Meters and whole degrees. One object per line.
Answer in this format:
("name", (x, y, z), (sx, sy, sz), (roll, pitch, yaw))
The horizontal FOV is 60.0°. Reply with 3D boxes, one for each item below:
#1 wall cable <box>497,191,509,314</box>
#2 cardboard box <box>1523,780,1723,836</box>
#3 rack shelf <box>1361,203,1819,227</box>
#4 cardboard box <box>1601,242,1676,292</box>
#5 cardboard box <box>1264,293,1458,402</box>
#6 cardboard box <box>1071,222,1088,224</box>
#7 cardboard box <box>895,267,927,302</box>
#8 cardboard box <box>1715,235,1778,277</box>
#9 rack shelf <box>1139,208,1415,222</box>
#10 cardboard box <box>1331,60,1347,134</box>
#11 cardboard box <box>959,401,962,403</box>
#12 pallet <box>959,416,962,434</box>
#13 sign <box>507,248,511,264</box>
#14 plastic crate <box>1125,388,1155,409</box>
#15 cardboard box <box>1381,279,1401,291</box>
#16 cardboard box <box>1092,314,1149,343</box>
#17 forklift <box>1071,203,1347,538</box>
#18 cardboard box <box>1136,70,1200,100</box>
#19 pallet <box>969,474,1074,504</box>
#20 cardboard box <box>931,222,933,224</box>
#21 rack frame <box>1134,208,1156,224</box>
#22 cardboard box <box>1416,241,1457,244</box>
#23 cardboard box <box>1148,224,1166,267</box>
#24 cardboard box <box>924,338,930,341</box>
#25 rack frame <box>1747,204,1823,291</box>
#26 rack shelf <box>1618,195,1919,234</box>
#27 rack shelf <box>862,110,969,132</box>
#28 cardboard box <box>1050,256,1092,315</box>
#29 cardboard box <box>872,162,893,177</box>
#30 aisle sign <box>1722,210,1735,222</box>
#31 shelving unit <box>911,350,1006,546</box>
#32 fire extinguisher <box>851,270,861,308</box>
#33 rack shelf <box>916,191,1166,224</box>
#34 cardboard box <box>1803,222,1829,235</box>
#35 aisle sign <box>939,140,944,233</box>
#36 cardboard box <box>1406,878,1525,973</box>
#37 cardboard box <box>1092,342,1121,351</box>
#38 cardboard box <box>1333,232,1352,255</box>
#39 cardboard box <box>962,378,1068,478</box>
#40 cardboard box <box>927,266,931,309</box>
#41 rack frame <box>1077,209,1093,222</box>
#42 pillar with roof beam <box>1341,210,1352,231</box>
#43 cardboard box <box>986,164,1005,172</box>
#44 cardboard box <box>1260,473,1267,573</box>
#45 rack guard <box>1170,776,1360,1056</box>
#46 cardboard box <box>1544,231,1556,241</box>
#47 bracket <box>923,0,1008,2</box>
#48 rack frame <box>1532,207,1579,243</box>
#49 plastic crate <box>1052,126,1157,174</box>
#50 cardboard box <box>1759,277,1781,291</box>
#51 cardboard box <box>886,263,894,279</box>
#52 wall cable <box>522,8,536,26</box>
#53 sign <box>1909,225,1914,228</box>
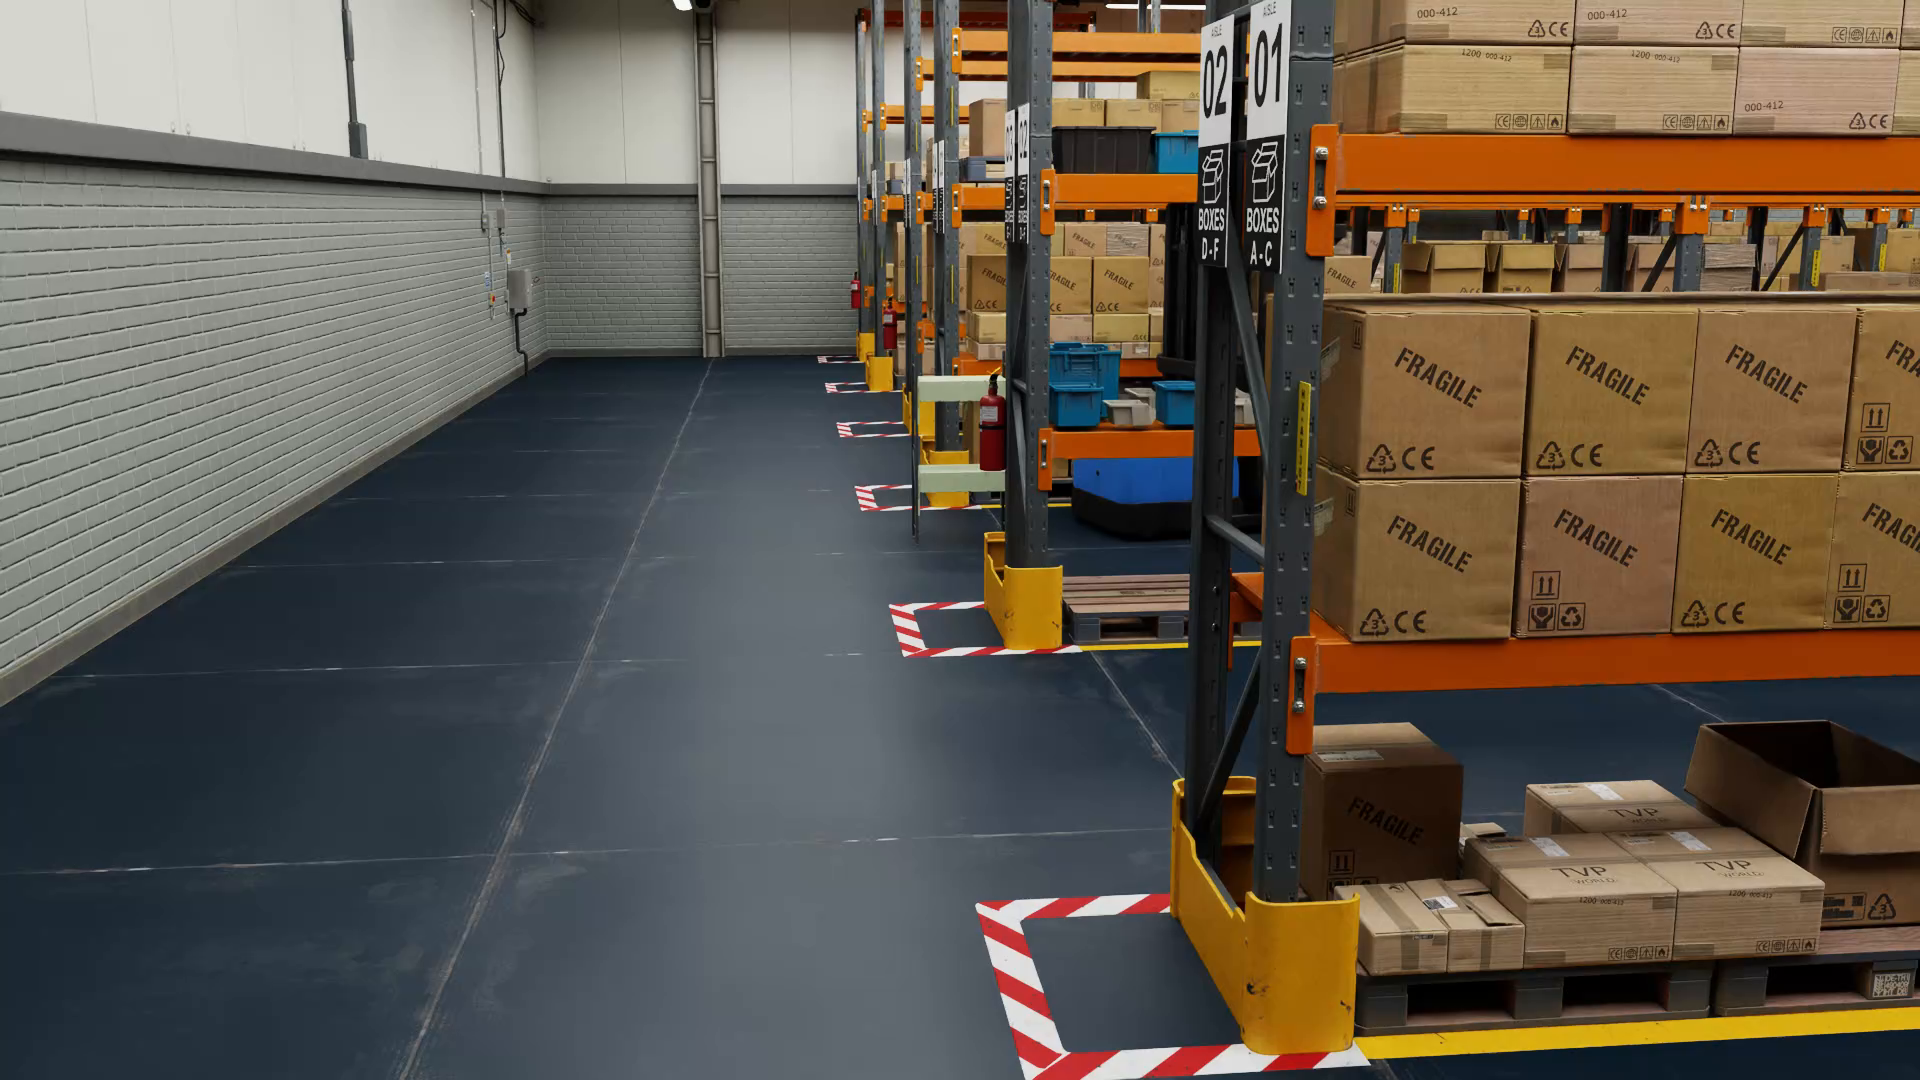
("wall cable", (-6.962, -4.425, 25.467), (0.122, 1.984, 0.588), (-1, 11, -6))
("cardboard box", (2.404, 1.084, 6.064), (0.500, 0.250, 0.500), (-1, 11, -6))
("rack shelf", (5.841, -3.120, 15.551), (4.000, 0.370, 1.077), (-1, 11, -6))
("cardboard box", (6.453, -2.559, 15.749), (0.637, 0.503, 0.797), (-1, 11, -5))
("cardboard box", (1.355, -0.578, 5.681), (0.500, 0.500, 0.500), (-1, 11, -7))
("cardboard box", (1.738, -4.654, 24.731), (0.250, 0.149, 0.380), (-1, 11, -7))
("cardboard box", (-0.686, -3.781, 24.564), (0.500, 0.500, 0.500), (-1, 11, -7))
("cardboard box", (9.864, -3.586, 20.982), (0.500, 0.500, 0.700), (-1, 11, -6))
("rack shelf", (4.771, -5.021, 25.218), (4.000, 0.370, 1.077), (-1, 11, -6))
("cardboard box", (1.424, -1.436, 5.509), (0.500, 0.250, 0.500), (-1, 11, -6))
("cardboard box", (-0.010, -1.744, 19.996), (0.250, 0.149, 0.380), (-1, 11, -4))
("pallet", (0.328, -1.473, 20.313), (1.213, 0.211, 1.003), (-1, 11, -6))
("sign", (-7.079, -4.451, 26.091), (0.001, 0.242, 0.339), (-1, 11, -6))
("plastic crate", (1.202, -0.878, 10.587), (0.243, 0.136, 0.396), (-1, 11, -6))
("cardboard box", (5.163, -3.090, 20.100), (0.250, 0.149, 0.380), (-1, 11, -7))
("cardboard box", (1.398, -1.929, 15.020), (0.500, 0.250, 0.500), (-2, 11, -8))
("forklift", (2.518, -1.606, 13.938), (3.031, 2.935, 1.130), (-4, 12, -20))
("cardboard box", (1.885, -4.060, 14.918), (0.500, 0.250, 0.500), (-2, 11, -8))
("pallet", (0.663, -0.540, 15.566), (1.213, 0.211, 1.003), (-1, 11, -6))
("cardboard box", (-0.288, -4.591, 24.414), (0.250, 0.149, 0.380), (-1, 11, -4))
("rack frame", (2.782, -3.860, 25.226), (0.127, 3.000, 1.000), (-1, 11, -6))
("cardboard box", (7.231, -4.309, 25.393), (0.500, 0.500, 0.500), (-2, 11, -8))
("cardboard box", (2.466, -3.525, 19.900), (0.500, 0.500, 0.500), (-2, 11, -8))
("cardboard box", (-0.689, -3.532, 29.858), (0.250, 0.149, 0.380), (-2, 11, -8))
("rack frame", (7.829, -2.043, 15.983), (0.127, 3.000, 1.000), (-1, 11, -6))
("rack shelf", (6.376, -2.170, 10.720), (4.000, 0.370, 1.077), (-1, 11, -6))
("rack shelf", (0.254, -7.359, 29.347), (4.000, 0.370, 1.077), (-1, 11, -6))
("cardboard box", (0.880, -2.285, 14.890), (0.500, 0.500, 0.500), (-1, 11, -7))
("cardboard box", (-1.266, -6.479, 29.094), (0.500, 0.250, 0.500), (-1, 11, -7))
("aisle sign", (14.270, -6.282, 30.809), (0.004, 0.787, 0.394), (-1, 11, -6))
("shelving unit", (0.007, -0.736, 13.224), (0.755, 1.500, 0.431), (-1, 11, -6))
("fire extinguisher", (-1.830, -4.416, 29.221), (0.183, 0.674, 0.296), (-1, 11, -6))
("rack shelf", (1.429, -3.990, 19.977), (4.000, 0.370, 1.077), (-1, 11, -6))
("cardboard box", (13.228, -4.704, 25.895), (0.500, 0.500, 0.700), (-1, 11, -7))
("aisle sign", (-0.163, -3.093, 14.585), (0.004, 0.787, 0.394), (-1, 11, -6))
("cardboard box", (1.644, 1.250, 5.438), (0.250, 0.166, 0.380), (-1, 11, -6))
("cardboard box", (1.286, -1.719, 14.986), (0.250, 0.149, 0.380), (-1, 11, -7))
("cardboard box", (5.764, -4.410, 25.172), (0.500, 0.500, 0.500), (-1, 11, -5))
("cardboard box", (0.504, -1.068, 15.446), (0.875, 0.875, 0.875), (-1, 11, -6))
("cardboard box", (-0.140, -3.083, 20.245), (0.500, 0.500, 0.500), (-1, 11, -5))
("rack frame", (2.243, -4.812, 30.068), (0.127, 3.000, 1.000), (-1, 11, -6))
("pillar with roof beam", (7.883, -7.213, 26.731), (0.548, 9.000, 9.100), (-1, 11, -6))
("cardboard box", (0.424, -4.443, 19.511), (0.500, 0.250, 0.500), (-1, 11, -7))
("cardboard box", (1.358, -0.087, 5.775), (0.500, 0.500, 0.500), (-1, 11, -4))
("rack guard", (1.018, 1.249, 5.721), (0.348, 0.500, 1.175), (-1, 11, -6))
("cardboard box", (9.161, -4.762, 26.012), (0.250, 0.149, 0.380), (-1, 11, -3))
("bracket", (-1.482, -9.550, 29.284), (4.783, 0.066, 0.076), (-1, 11, -6))
("rack frame", (7.394, -2.996, 20.832), (0.127, 3.000, 1.000), (-1, 11, -6))
("plastic crate", (0.824, -2.289, 9.796), (0.590, 0.269, 0.497), (-1, 11, -6))
("cardboard box", (9.876, -3.045, 20.823), (0.500, 0.500, 0.500), (-1, 11, -5))
("cardboard box", (-1.254, -4.759, 29.415), (0.500, 0.250, 0.500), (-1, 11, -6))
("wall cable", (-7.483, -10.529, 29.180), (0.133, 3.039, 2.988), (-1, 11, -6))
("sign", (14.752, -4.726, 25.812), (0.005, 0.325, 0.100), (-1, 11, -6))
